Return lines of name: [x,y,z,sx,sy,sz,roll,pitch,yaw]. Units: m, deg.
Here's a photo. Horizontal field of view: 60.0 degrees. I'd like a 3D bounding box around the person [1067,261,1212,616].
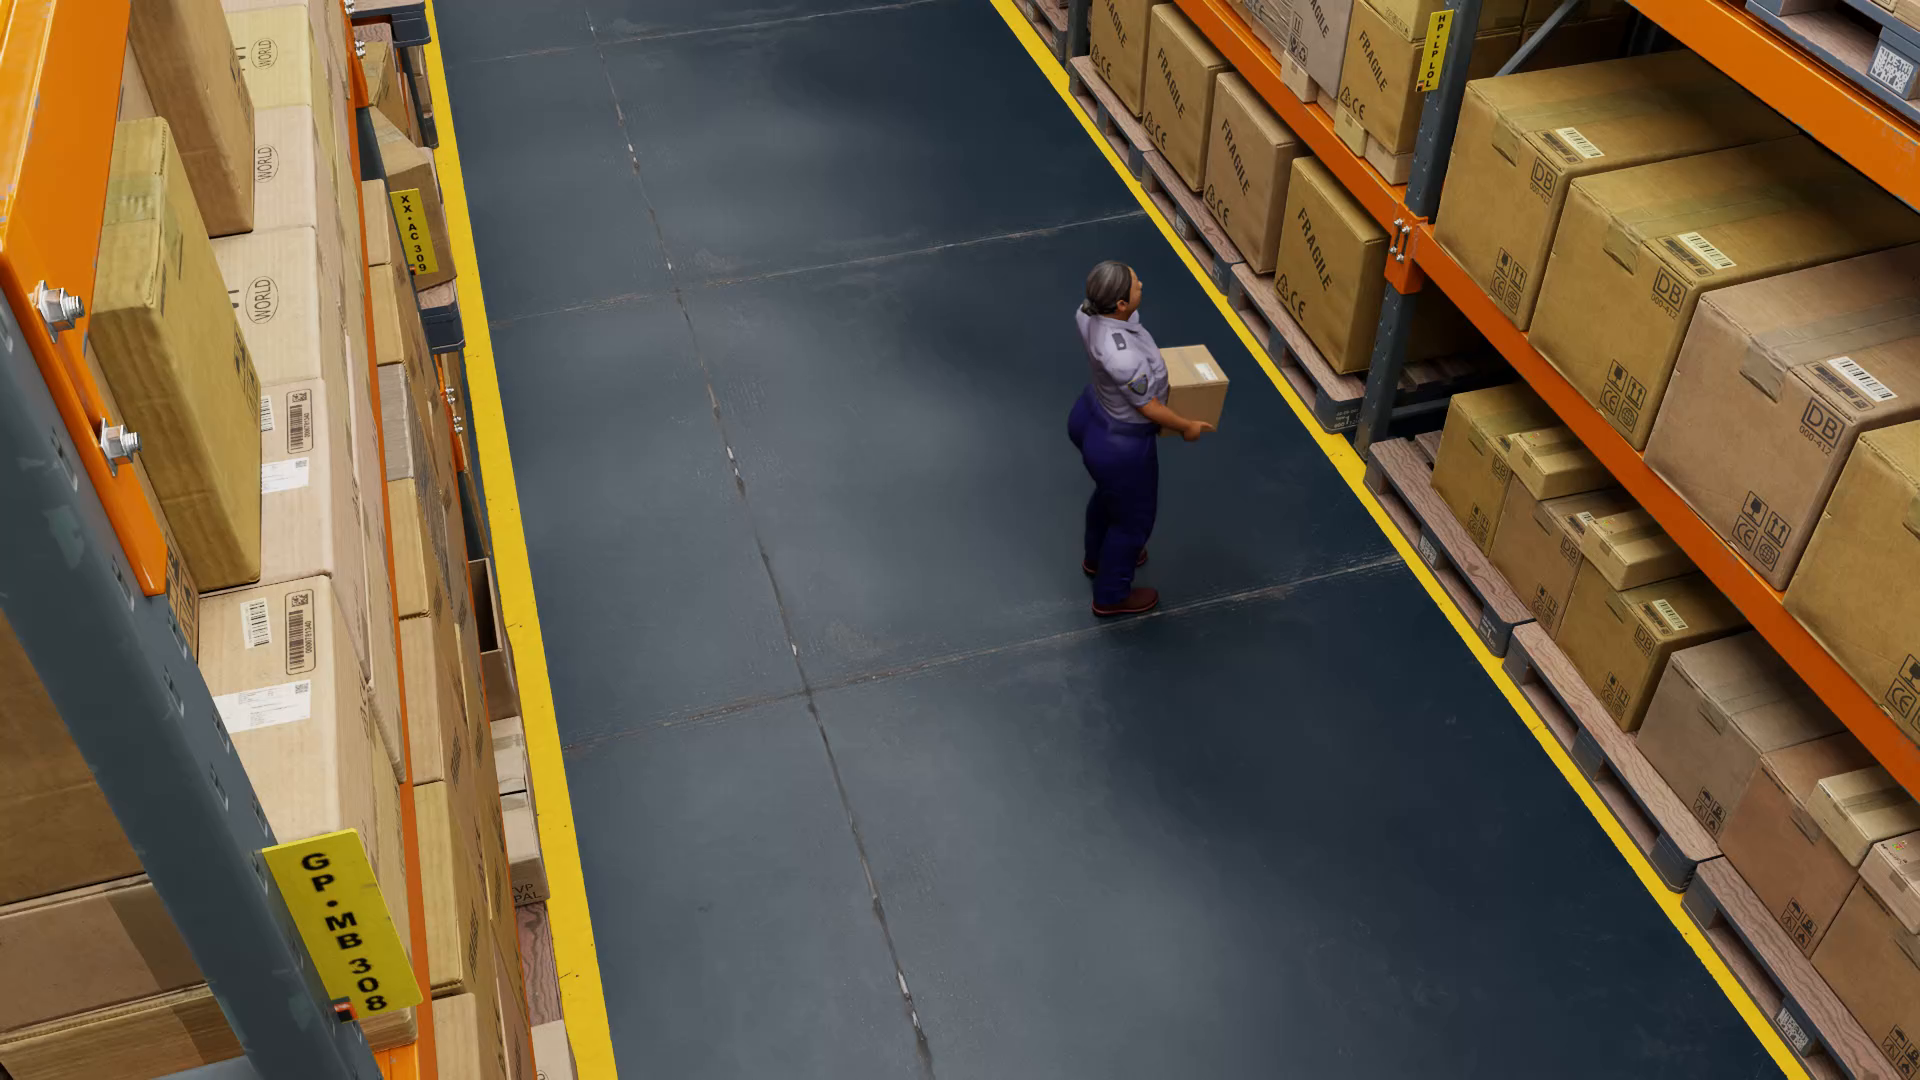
person: [0.701,-0.423,6.652,0.522,1.620,0.452,-12,44,-13]
